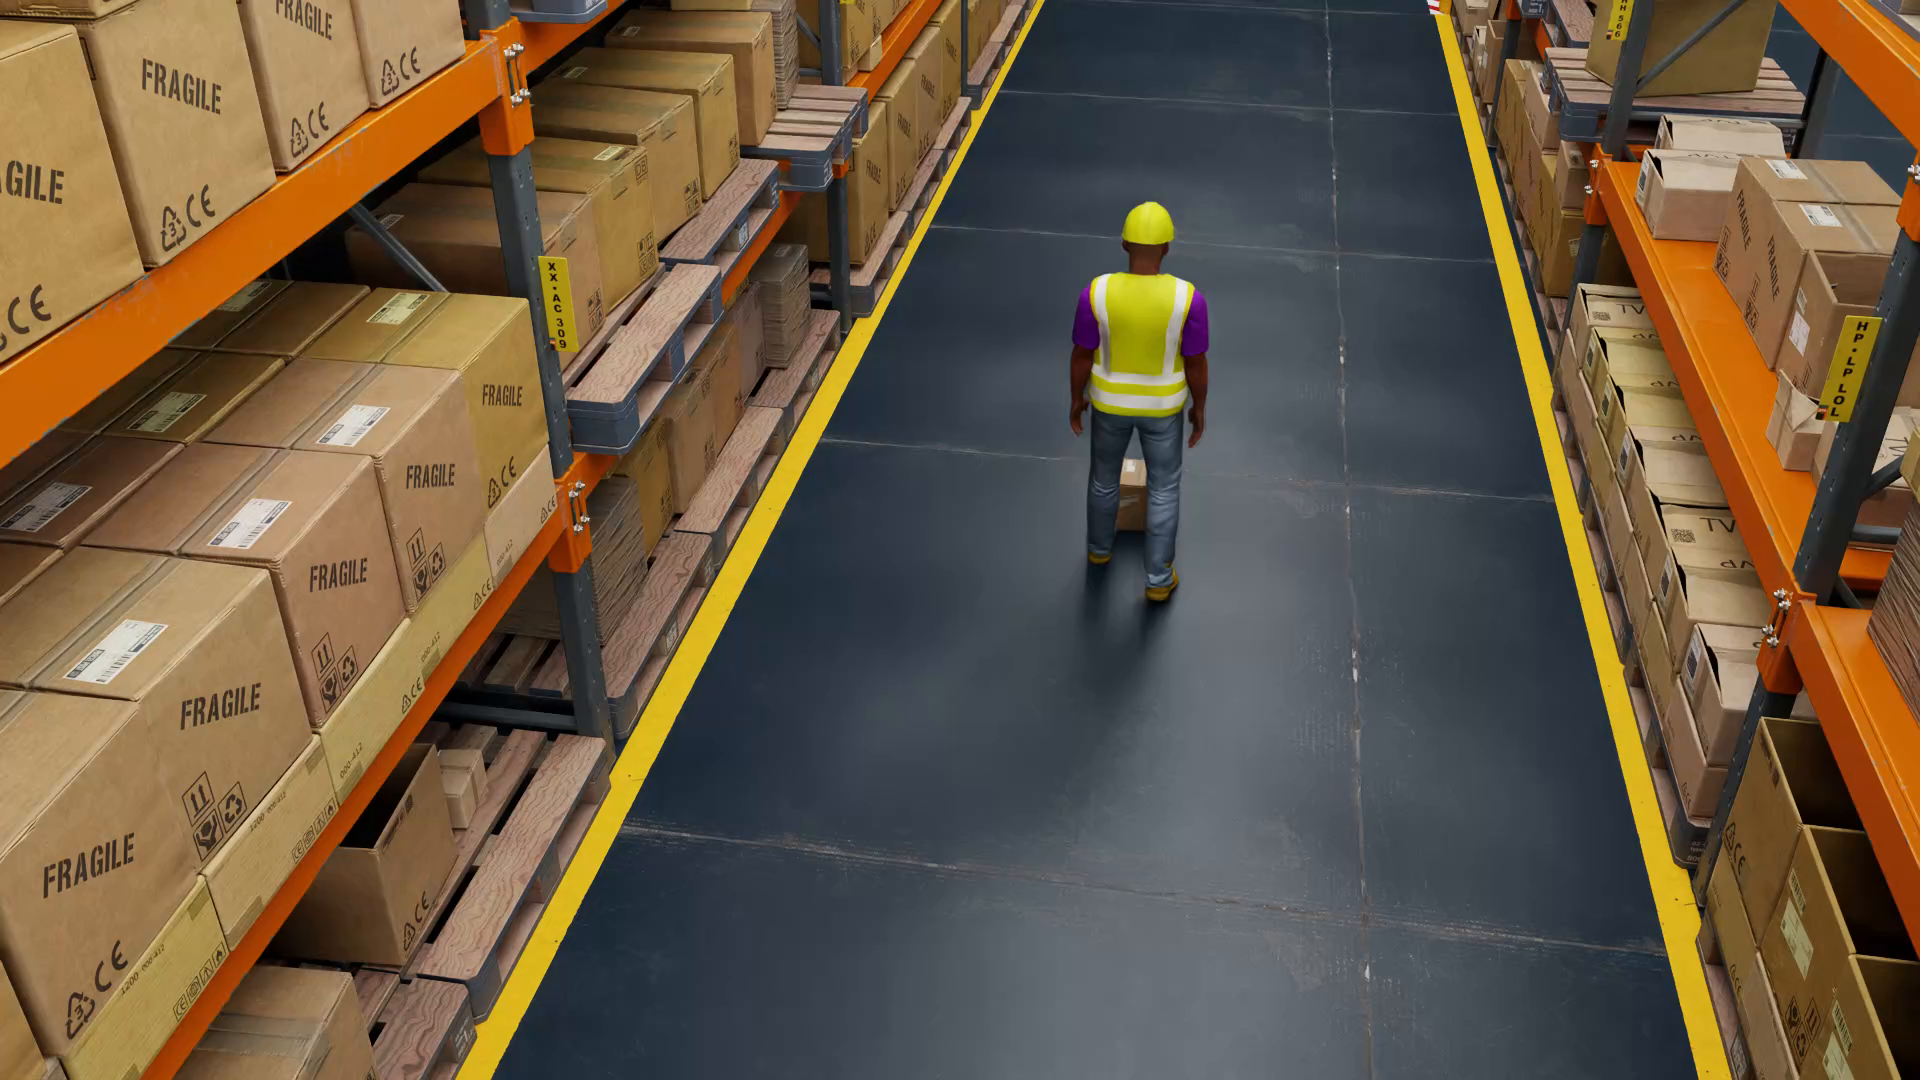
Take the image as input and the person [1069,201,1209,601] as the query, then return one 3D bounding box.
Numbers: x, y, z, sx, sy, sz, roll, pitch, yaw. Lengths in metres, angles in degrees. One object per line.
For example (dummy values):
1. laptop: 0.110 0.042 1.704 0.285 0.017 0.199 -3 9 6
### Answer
1. person: 0.761 -0.618 7.091 0.576 1.768 0.620 5 33 8
